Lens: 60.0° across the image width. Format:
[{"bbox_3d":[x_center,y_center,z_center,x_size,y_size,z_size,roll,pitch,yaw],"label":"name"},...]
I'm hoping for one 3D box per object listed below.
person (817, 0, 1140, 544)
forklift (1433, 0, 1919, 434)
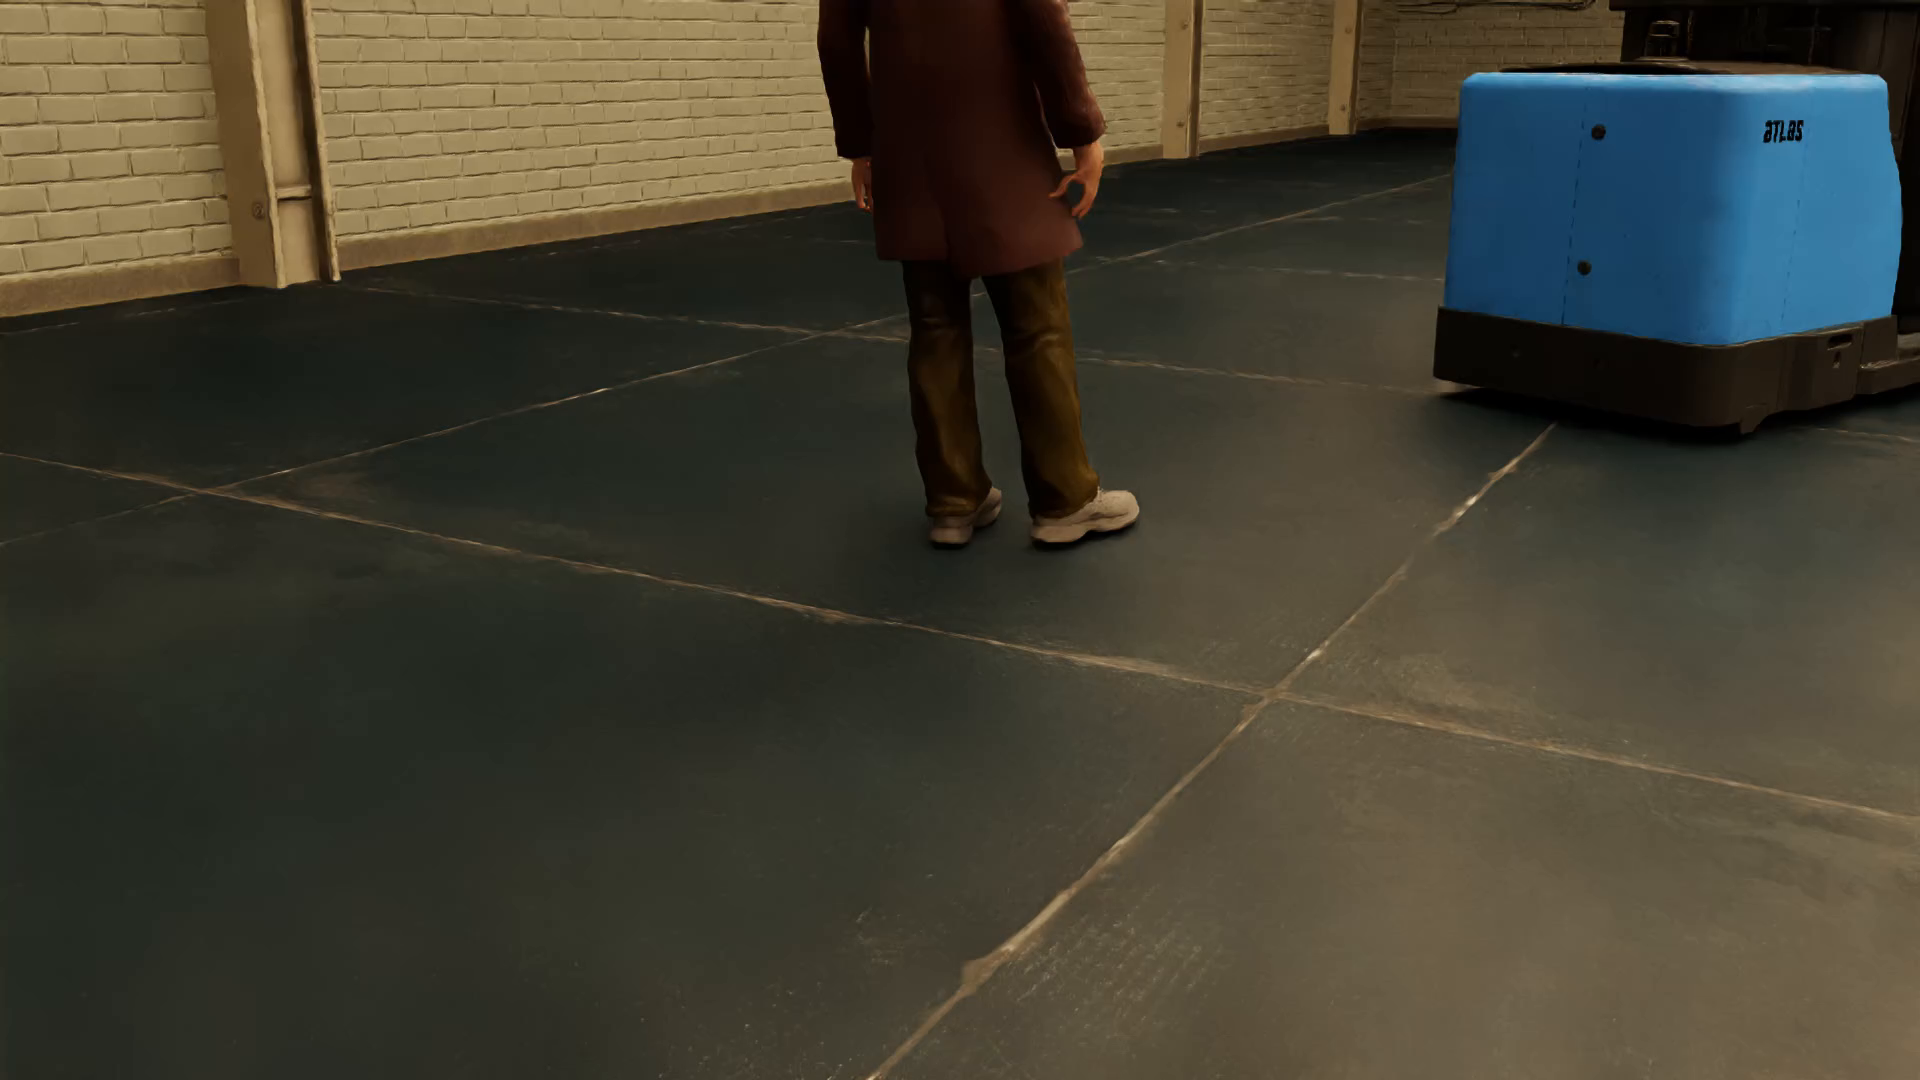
[{"bbox_3d":[0.049,-0.881,3.862,0.694,1.776,0.580,9,19,28],"label":"person"},{"bbox_3d":[3.105,-2.035,5.762,3.031,2.935,1.130,-12,20,-35],"label":"forklift"}]
